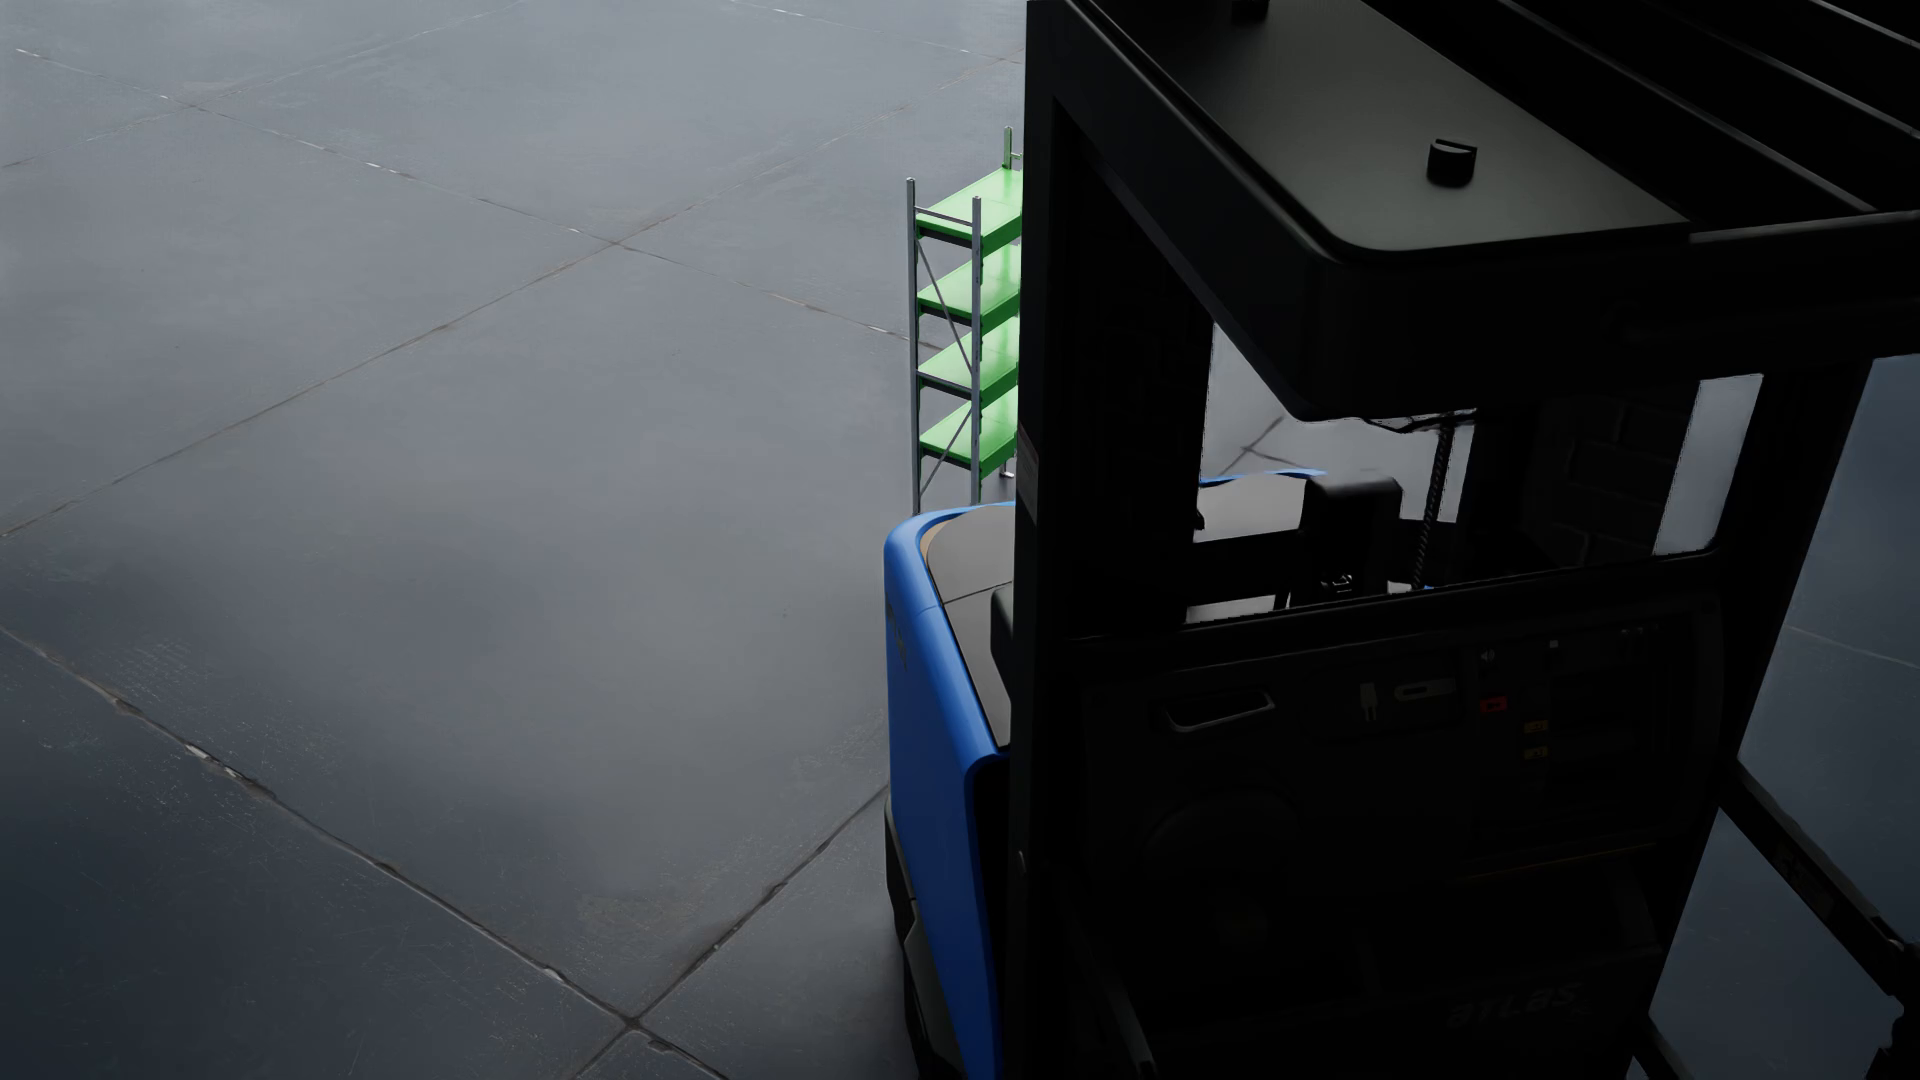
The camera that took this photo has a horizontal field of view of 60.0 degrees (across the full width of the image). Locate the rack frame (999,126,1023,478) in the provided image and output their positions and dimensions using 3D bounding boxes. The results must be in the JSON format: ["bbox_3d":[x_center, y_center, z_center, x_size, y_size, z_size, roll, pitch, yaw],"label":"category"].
[{"bbox_3d":[0.233,-0.686,5.193,0.240,1.200,0.015,21,39,28],"label":"rack frame"}]

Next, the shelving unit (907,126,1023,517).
[{"bbox_3d":[0.094,-0.573,5.027,0.258,1.200,0.503,21,39,28],"label":"shelving unit"}]

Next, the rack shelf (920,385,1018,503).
[{"bbox_3d":[0.094,-0.321,5.197,0.258,0.148,0.480,21,39,28],"label":"rack shelf"}]

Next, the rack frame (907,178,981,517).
[{"bbox_3d":[-0.045,-0.461,4.861,0.240,1.200,0.015,21,39,28],"label":"rack frame"}]

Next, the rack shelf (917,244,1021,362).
[{"bbox_3d":[0.094,-0.719,4.928,0.258,0.148,0.480,21,39,28],"label":"rack shelf"}]

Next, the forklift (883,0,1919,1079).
[{"bbox_3d":[0.665,0.366,2.093,1.130,2.935,3.031,-8,35,-11],"label":"forklift"}]

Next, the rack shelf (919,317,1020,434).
[{"bbox_3d":[0.094,-0.520,5.062,0.258,0.148,0.480,21,39,28],"label":"rack shelf"}]

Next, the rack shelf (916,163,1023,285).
[{"bbox_3d":[0.094,-0.918,4.793,0.258,0.148,0.480,21,39,28],"label":"rack shelf"}]
